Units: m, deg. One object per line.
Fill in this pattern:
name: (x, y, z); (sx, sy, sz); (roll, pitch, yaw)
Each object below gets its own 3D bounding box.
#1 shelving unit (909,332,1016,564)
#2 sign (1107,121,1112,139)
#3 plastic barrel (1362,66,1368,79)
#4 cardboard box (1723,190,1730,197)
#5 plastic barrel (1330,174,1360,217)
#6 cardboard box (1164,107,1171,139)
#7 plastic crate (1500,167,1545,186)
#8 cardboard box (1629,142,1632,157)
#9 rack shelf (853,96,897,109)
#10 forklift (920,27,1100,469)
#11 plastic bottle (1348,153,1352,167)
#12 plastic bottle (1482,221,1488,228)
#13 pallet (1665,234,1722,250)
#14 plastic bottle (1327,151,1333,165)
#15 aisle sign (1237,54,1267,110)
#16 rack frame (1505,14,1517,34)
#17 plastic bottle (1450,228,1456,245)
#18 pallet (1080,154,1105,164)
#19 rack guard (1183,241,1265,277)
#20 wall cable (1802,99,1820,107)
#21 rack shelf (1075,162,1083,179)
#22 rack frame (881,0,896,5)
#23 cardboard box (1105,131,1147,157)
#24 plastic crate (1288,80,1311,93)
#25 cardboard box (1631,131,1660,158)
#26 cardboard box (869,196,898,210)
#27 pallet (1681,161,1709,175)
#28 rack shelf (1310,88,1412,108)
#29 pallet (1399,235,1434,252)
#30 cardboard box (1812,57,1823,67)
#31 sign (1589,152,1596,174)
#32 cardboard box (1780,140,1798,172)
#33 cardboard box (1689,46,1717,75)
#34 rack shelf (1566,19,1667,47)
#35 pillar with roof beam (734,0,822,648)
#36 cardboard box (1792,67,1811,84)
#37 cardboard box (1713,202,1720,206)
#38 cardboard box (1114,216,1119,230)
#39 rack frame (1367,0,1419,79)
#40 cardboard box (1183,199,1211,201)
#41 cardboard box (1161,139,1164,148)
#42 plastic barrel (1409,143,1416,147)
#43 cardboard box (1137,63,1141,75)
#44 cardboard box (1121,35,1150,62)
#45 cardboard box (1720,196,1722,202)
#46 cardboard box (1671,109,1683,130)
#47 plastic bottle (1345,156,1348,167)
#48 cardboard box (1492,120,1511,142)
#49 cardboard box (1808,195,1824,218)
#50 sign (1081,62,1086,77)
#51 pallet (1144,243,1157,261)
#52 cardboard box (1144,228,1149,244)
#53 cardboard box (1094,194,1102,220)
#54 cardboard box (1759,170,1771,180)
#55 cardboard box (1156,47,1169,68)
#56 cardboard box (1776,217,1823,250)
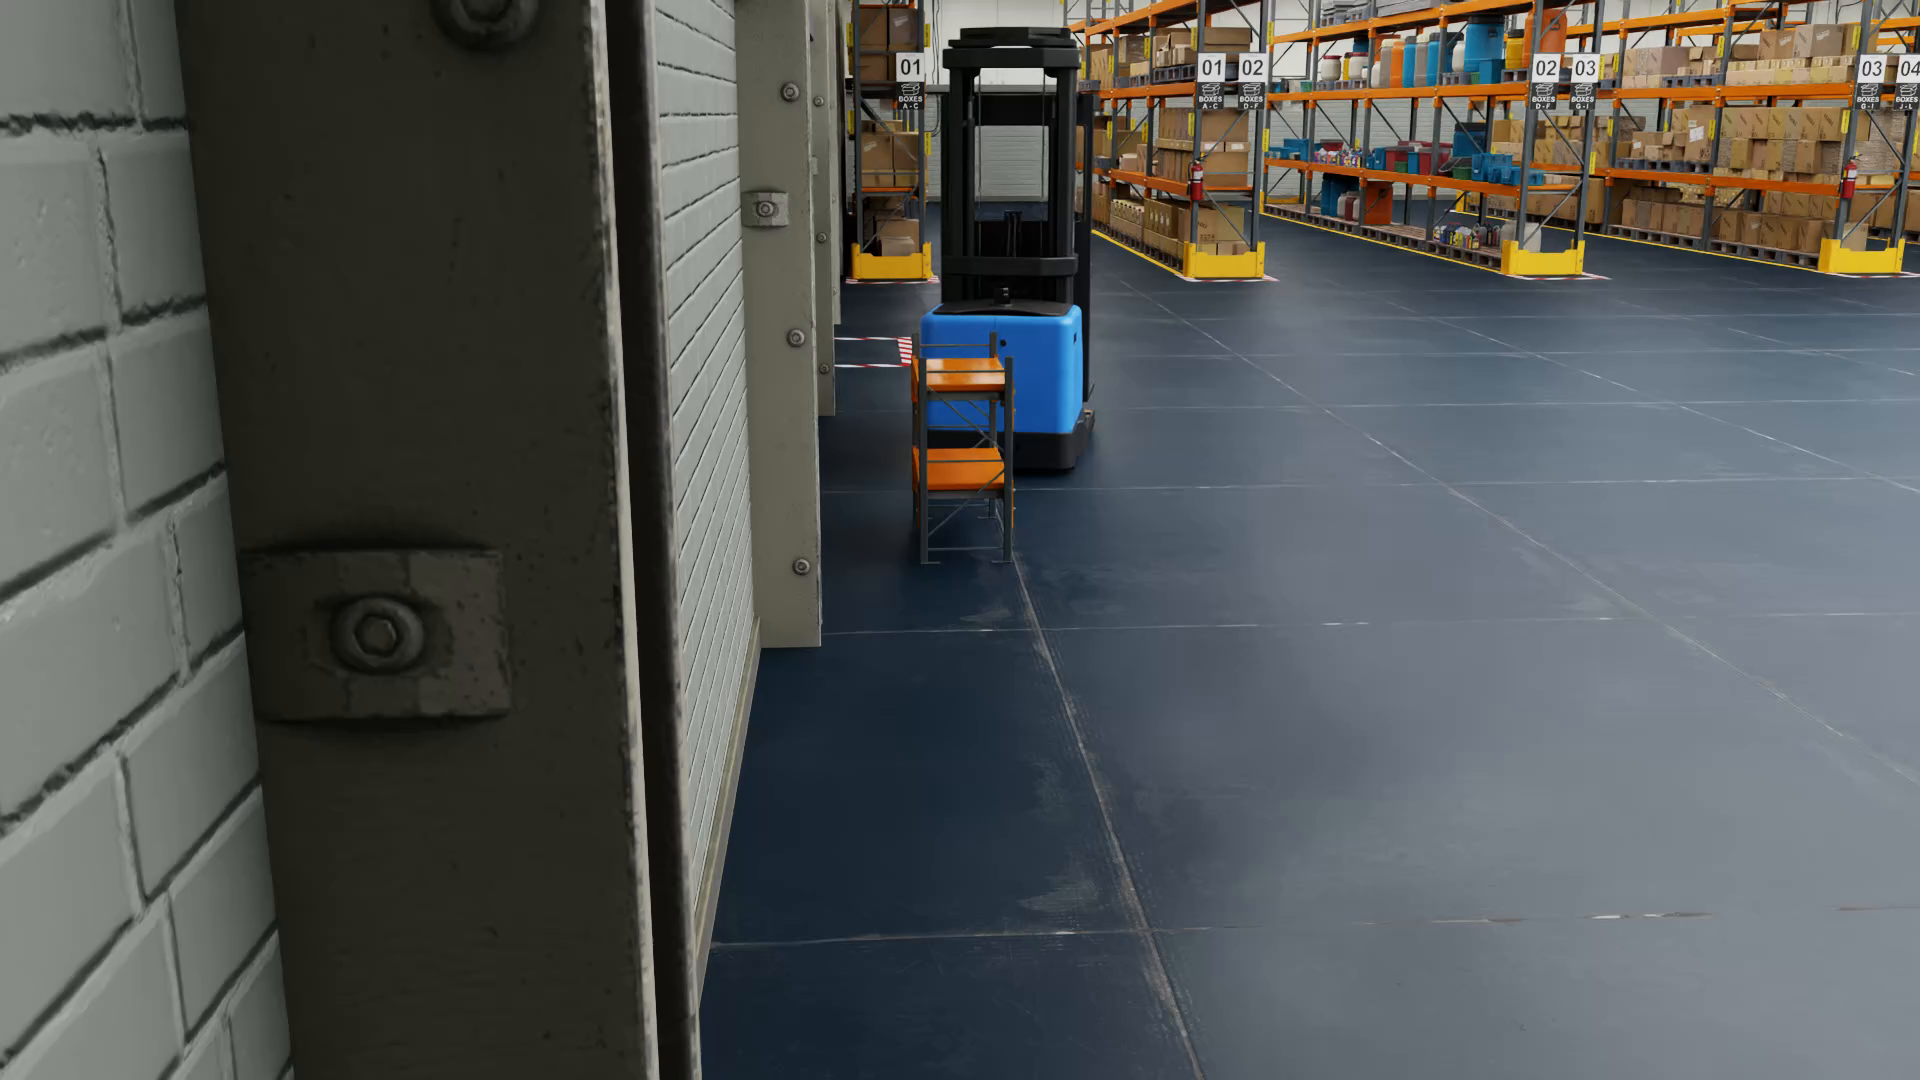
shelving unit: (0.000, -0.546, 9.393); (0.538, 1.125, 1.048); (-1, 14, -3)
sign: (2.893, -7.906, 32.067); (0.100, 0.325, 0.005); (-1, 14, -3)
plastic barrel: (8.165, -9.323, 33.156); (0.301, 0.262, 0.301); (0, 14, 0)
cardboard box: (17.671, -7.912, 37.942); (0.380, 0.149, 0.250); (-1, 14, -4)
plastic barrel: (8.191, -7.340, 35.401); (0.600, 0.901, 0.708); (-1, 14, -3)
cardboard box: (3.748, -6.840, 27.286); (0.700, 0.500, 0.500); (-1, 14, -4)
plastic crate: (8.544, -5.528, 25.289); (0.499, 0.251, 0.616); (-1, 14, -3)
cardboard box: (13.563, -7.719, 33.308); (0.500, 0.500, 0.500); (0, 14, -2)
rack shelf: (-1.882, -9.913, 37.458); (1.077, 0.370, 4.000); (-1, 14, -3)
forklift: (0.441, -2.210, 12.234); (1.130, 2.935, 3.031); (2, 15, 8)
plastic bottle: (7.900, -7.684, 33.631); (0.097, 0.271, 0.097); (0, 14, 0)
plastic bottle: (8.954, -5.249, 28.341); (0.144, 0.351, 0.185); (-1, 14, -5)
pallet: (13.520, -5.394, 30.068); (1.003, 0.211, 1.213); (-1, 14, -3)
plastic bottle: (7.836, -8.053, 35.054); (0.152, 0.276, 0.135); (-1, 14, -3)
aisle sign: (4.240, -6.652, 24.142); (0.394, 0.787, 0.004); (-1, 14, -3)
rack frame: (12.826, -12.441, 39.820); (1.000, 3.000, 0.127); (-1, 14, -3)
plastic bottle: (8.242, -5.076, 27.805); (0.061, 0.283, 0.133); (0, 14, -1)
pallet: (3.127, -8.095, 35.355); (1.003, 0.211, 1.213); (-1, 14, -3)
rack guard: (3.931, -4.188, 24.799); (1.175, 0.500, 0.348); (-1, 14, -3)
wall cable: (23.759, -11.607, 46.580); (0.588, 1.984, 0.122); (-1, 14, -3)
rack shelf: (3.062, -8.538, 38.133); (1.077, 0.370, 4.000); (-1, 14, -3)
rack frame: (-2.005, -12.211, 38.928); (1.000, 3.000, 0.127); (-1, 14, -3)
cardboard box: (3.283, -7.801, 32.781); (0.700, 0.500, 0.500); (-6, 16, -22)
plastic crate: (7.712, -10.298, 37.750); (0.437, 0.282, 0.530); (-1, 14, -3)
cardboard box: (13.395, -7.664, 32.250); (0.500, 0.500, 0.500); (-3, 15, -10)
cardboard box: (-1.355, -5.980, 29.375); (0.500, 0.250, 0.500); (-1, 14, -5)
pallet: (13.667, -6.650, 29.739); (1.003, 0.211, 1.213); (-1, 14, -3)
rack shelf: (8.254, -9.071, 34.186); (1.077, 0.370, 4.000); (-1, 14, -3)
pallet: (8.539, -5.319, 29.775); (1.003, 0.211, 1.213); (-1, 14, -3)
cardboard box: (13.424, -7.389, 25.704); (0.380, 0.149, 0.250); (-1, 14, -3)
sign: (9.423, -5.621, 24.799); (0.100, 0.325, 0.005); (-1, 14, -3)
cardboard box: (13.672, -6.133, 26.547); (0.875, 0.500, 0.500); (-1, 14, -3)
cardboard box: (13.580, -8.610, 29.900); (0.797, 0.503, 0.637); (0, 14, -1)
rack shelf: (13.198, -10.407, 34.159); (1.077, 0.370, 4.000); (-1, 14, -3)
pillar with roof beam: (3.491, -3.983, 6.947); (9.100, 9.000, 0.400); (-1, 14, -3)
cardboard box: (13.477, -7.304, 26.175); (0.500, 0.250, 0.500); (-1, 14, -2)
cardboard box: (17.602, -7.764, 38.563); (0.380, 0.149, 0.250); (-1, 14, -4)
cardboard box: (3.205, -6.006, 31.524); (0.500, 0.250, 0.500); (-1, 14, -5)
rack frame: (8.378, -10.375, 31.790); (1.000, 3.000, 0.127); (-1, 14, -3)
cardboard box: (3.948, -5.397, 27.655); (0.500, 0.500, 0.500); (-1, 14, -3)
cardboard box: (3.539, -6.565, 27.520); (0.380, 0.149, 0.250); (-1, 14, -5)
plastic barrel: (8.655, -7.271, 31.542); (0.421, 0.512, 0.421); (0, 14, 0)
cardboard box: (3.569, -8.735, 30.895); (0.500, 0.250, 0.500); (0, 14, -2)
cardboard box: (3.413, -9.488, 32.155); (0.500, 0.500, 0.500); (-1, 14, -3)
cardboard box: (17.713, -7.830, 38.219); (0.380, 0.149, 0.250); (-1, 14, -3)
cardboard box: (17.546, -10.148, 40.143); (0.500, 0.500, 0.500); (-1, 14, -4)
plastic bottle: (7.888, -7.699, 33.828); (0.097, 0.201, 0.097); (0, 14, 0)
cardboard box: (12.655, -9.593, 38.991); (0.500, 0.500, 0.500); (-1, 14, -5)
cardboard box: (17.948, -6.879, 34.416); (0.500, 0.500, 0.500); (0, 14, -1)
sign: (2.645, -10.081, 35.632); (0.100, 0.325, 0.005); (-1, 14, -3)
pallet: (3.689, -4.850, 27.953); (1.003, 0.211, 1.213); (-1, 14, -3)
cardboard box: (3.408, -5.151, 28.201); (0.500, 0.250, 0.500); (-1, 14, -3)
cardboard box: (3.071, -6.884, 34.397); (0.500, 0.500, 0.500); (-1, 14, -6)
cardboard box: (13.389, -5.998, 27.324); (0.380, 0.149, 0.250); (-1, 14, -3)
cardboard box: (3.483, -7.816, 26.920); (0.500, 0.311, 0.500); (-2, 15, -7)
cardboard box: (13.704, -5.009, 27.147); (0.500, 0.500, 0.500); (0, 14, 2)
